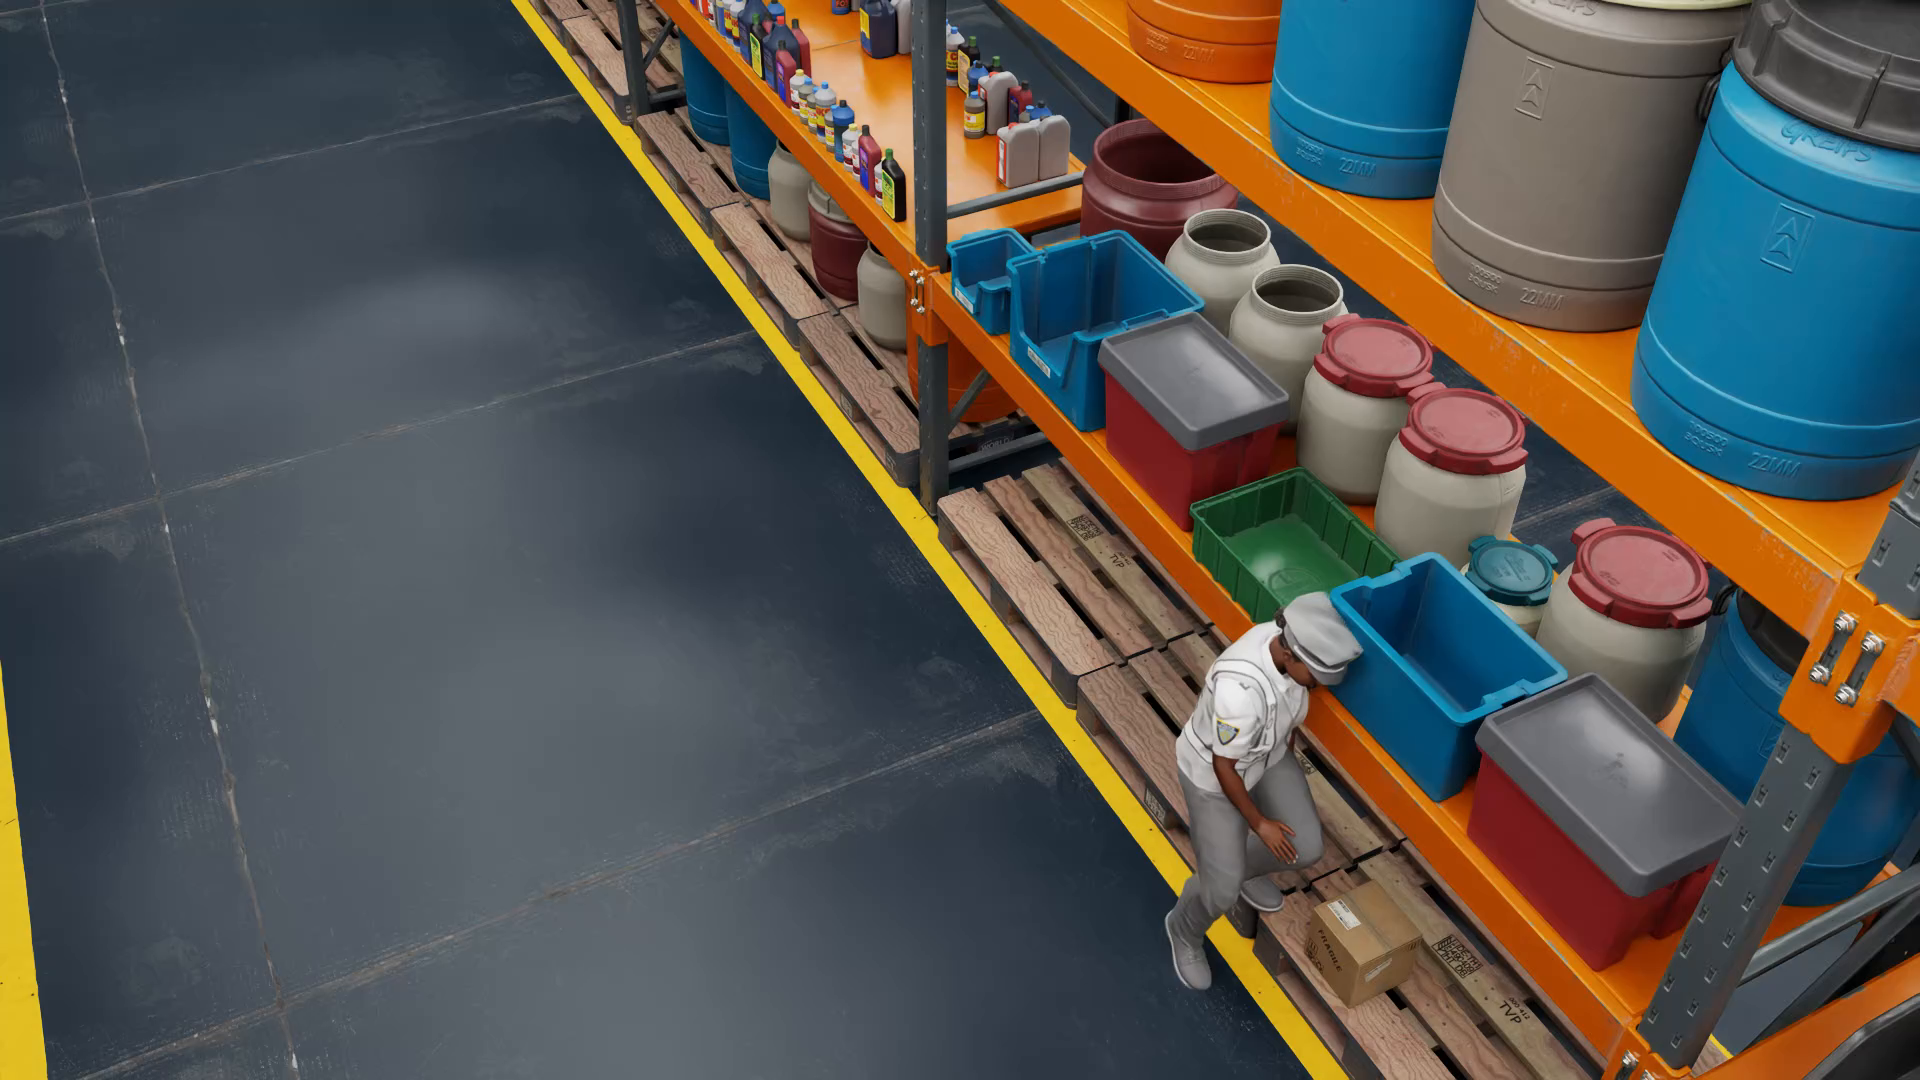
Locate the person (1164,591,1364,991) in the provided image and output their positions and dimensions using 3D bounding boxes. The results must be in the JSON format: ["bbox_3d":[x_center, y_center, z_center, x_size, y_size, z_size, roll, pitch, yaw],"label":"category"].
[{"bbox_3d":[0.925,0.794,5.283,0.524,1.678,0.479,33,51,32],"label":"person"}]
